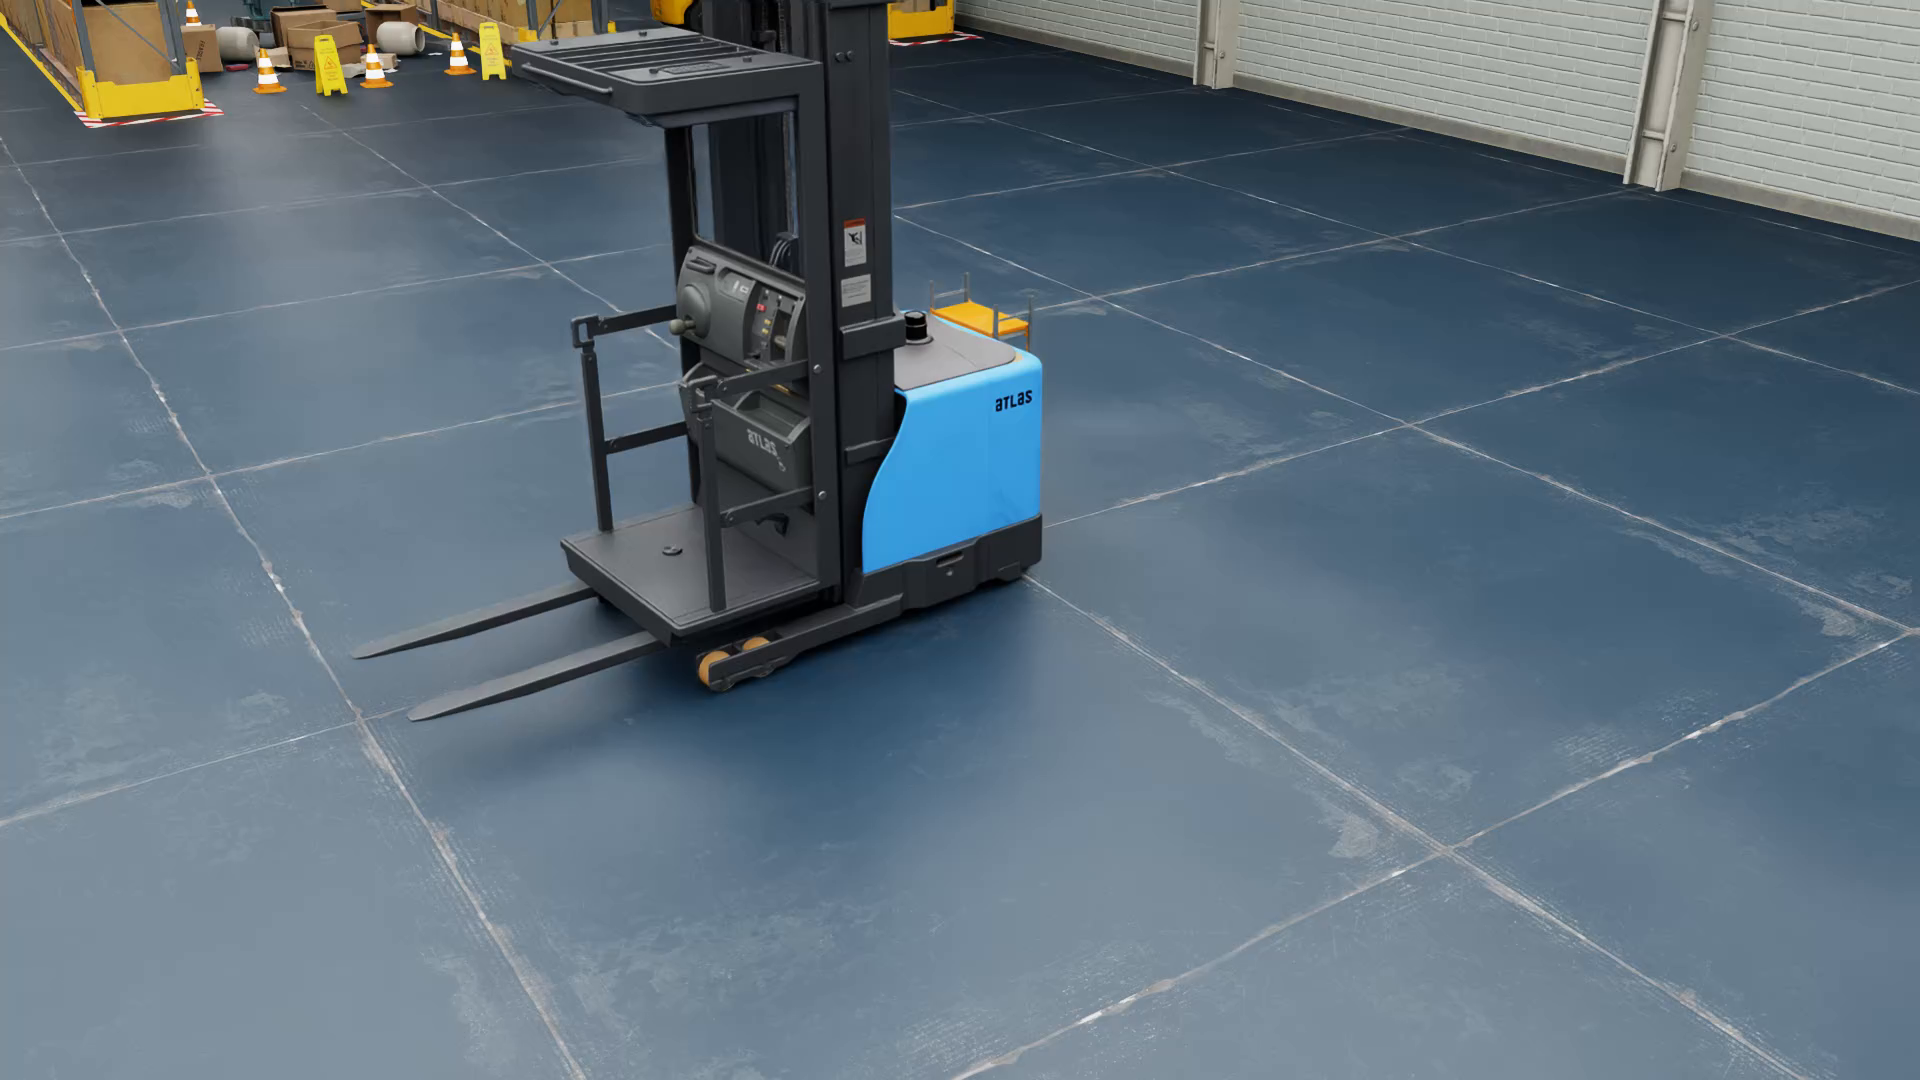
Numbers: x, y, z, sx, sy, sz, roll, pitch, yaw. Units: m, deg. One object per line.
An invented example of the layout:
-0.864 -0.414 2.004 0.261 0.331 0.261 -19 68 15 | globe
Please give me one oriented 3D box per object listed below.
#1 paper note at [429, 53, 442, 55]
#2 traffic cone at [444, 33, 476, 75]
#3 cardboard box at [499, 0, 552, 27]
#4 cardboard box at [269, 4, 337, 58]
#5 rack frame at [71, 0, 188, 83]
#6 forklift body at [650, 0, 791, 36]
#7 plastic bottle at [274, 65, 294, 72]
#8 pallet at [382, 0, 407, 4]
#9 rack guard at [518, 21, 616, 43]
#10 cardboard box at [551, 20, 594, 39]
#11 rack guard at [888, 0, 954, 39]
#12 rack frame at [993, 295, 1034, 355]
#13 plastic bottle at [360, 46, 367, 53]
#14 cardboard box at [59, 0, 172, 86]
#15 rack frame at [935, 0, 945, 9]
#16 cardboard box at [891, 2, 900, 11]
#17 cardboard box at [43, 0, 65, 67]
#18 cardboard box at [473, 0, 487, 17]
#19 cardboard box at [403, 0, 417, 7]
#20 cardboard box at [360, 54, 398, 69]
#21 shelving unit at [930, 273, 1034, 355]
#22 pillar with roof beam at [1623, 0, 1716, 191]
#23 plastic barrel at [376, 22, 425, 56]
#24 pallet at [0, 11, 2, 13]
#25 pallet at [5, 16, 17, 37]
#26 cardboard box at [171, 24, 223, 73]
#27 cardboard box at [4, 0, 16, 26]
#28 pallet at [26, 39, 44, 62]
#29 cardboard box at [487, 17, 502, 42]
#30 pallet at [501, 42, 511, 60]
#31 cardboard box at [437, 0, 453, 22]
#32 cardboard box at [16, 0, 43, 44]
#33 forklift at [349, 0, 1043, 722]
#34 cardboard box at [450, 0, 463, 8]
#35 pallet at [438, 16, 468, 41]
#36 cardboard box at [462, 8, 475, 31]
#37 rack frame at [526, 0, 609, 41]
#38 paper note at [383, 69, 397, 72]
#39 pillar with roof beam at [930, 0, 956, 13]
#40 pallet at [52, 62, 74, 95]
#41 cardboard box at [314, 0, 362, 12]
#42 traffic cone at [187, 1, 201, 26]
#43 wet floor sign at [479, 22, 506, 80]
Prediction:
-6.812 -6.323 21.608 0.148 0.019 0.142 18 31 33 | paper note
-6.134 -5.952 20.317 0.336 0.463 0.334 -16 29 -30 | traffic cone
-5.474 -6.758 20.902 0.500 0.500 0.500 -15 29 -29 | cardboard box
-8.416 -6.550 21.376 0.797 0.637 0.503 -16 29 -30 | cardboard box
-8.911 -6.057 17.566 1.000 3.000 0.127 -16 29 -30 | rack frame
-3.226 -8.274 23.257 2.313 2.155 1.214 -16 29 -30 | forklift body
-8.352 -5.818 20.502 0.283 0.061 0.133 18 31 33 | plastic bottle
-8.099 -8.131 25.227 1.003 0.211 1.213 -16 29 -30 | pallet
-4.860 -6.143 20.678 1.175 0.500 0.348 -16 29 -30 | rack guard
-5.027 -6.546 21.332 0.500 0.250 0.500 -16 30 -30 | cardboard box
-0.649 -7.266 23.055 1.175 0.500 0.348 -16 29 -30 | rack guard
0.253 -0.587 8.088 0.240 1.200 0.015 -19 31 -34 | rack frame
-7.869 -6.450 21.841 0.133 0.061 0.283 -10 27 -21 | plastic bottle
-9.336 -5.513 18.412 0.875 0.875 0.875 -15 29 -29 | cardboard box
-0.662 -8.405 22.540 1.000 3.000 0.127 -16 29 -30 | rack frame
-1.183 -7.446 23.237 0.500 0.250 0.500 -15 29 -29 | cardboard box
-10.314 -6.154 19.769 0.875 0.875 0.875 -15 29 -29 | cardboard box
-6.032 -7.126 21.682 0.500 0.500 0.500 -16 30 -31 | cardboard box
-7.686 -8.122 24.528 0.950 0.372 0.625 -14 28 -26 | cardboard box
-7.226 -5.955 20.691 0.380 0.149 0.250 -1 25 -3 | cardboard box
0.101 -0.669 8.261 0.258 1.200 0.503 -19 31 -34 | shelving unit
2.657 -6.281 11.014 9.100 9.000 0.400 -16 29 -30 | pillar with roof beam
-7.215 -6.467 21.454 0.512 0.421 0.421 3 25 6 | plastic barrel
-14.365 -8.373 25.739 1.003 0.211 1.213 -16 29 -30 | pallet
-12.911 -7.358 23.589 1.003 0.211 1.213 -16 29 -30 | pallet
-9.387 -6.042 20.461 0.500 0.500 0.500 -10 27 -21 | cardboard box
-12.541 -7.540 22.852 1.050 0.750 0.750 -15 29 -29 | cardboard box
-11.579 -6.485 21.740 1.003 0.211 1.213 -16 29 -30 | pallet
-5.761 -6.607 21.460 0.500 0.250 0.500 -15 29 -29 | cardboard box
-5.274 -6.312 21.372 1.003 0.211 1.213 -16 29 -30 | pallet
-6.906 -7.350 23.034 0.500 0.250 0.500 -17 30 -32 | cardboard box
-11.509 -6.861 21.414 1.050 0.750 0.750 -16 29 -30 | cardboard box
-1.085 -0.950 6.829 3.031 2.935 1.130 -18 31 -34 | forklift
-6.604 -7.500 22.474 0.500 0.500 0.500 -14 29 -28 | cardboard box
-6.606 -7.184 23.221 1.003 0.211 1.213 -16 29 -30 | pallet
-6.314 -6.972 22.235 0.500 0.250 0.500 -16 30 -30 | cardboard box
-4.819 -7.247 20.087 1.000 3.000 0.127 -16 29 -30 | rack frame
-7.002 -5.778 20.454 0.142 0.019 0.148 18 31 33 | paper note
-3.894 -10.573 20.106 9.100 9.000 0.400 -16 29 -30 | pillar with roof beam
-10.075 -5.499 19.652 1.003 0.211 1.213 -16 29 -30 | pallet
-8.477 -7.464 22.588 0.500 0.500 0.500 -16 29 -30 | cardboard box
-10.561 -7.172 22.900 0.336 0.463 0.334 -16 29 -30 | traffic cone
-5.611 -5.865 19.917 0.267 0.644 0.232 -6 26 -12 | wet floor sign
